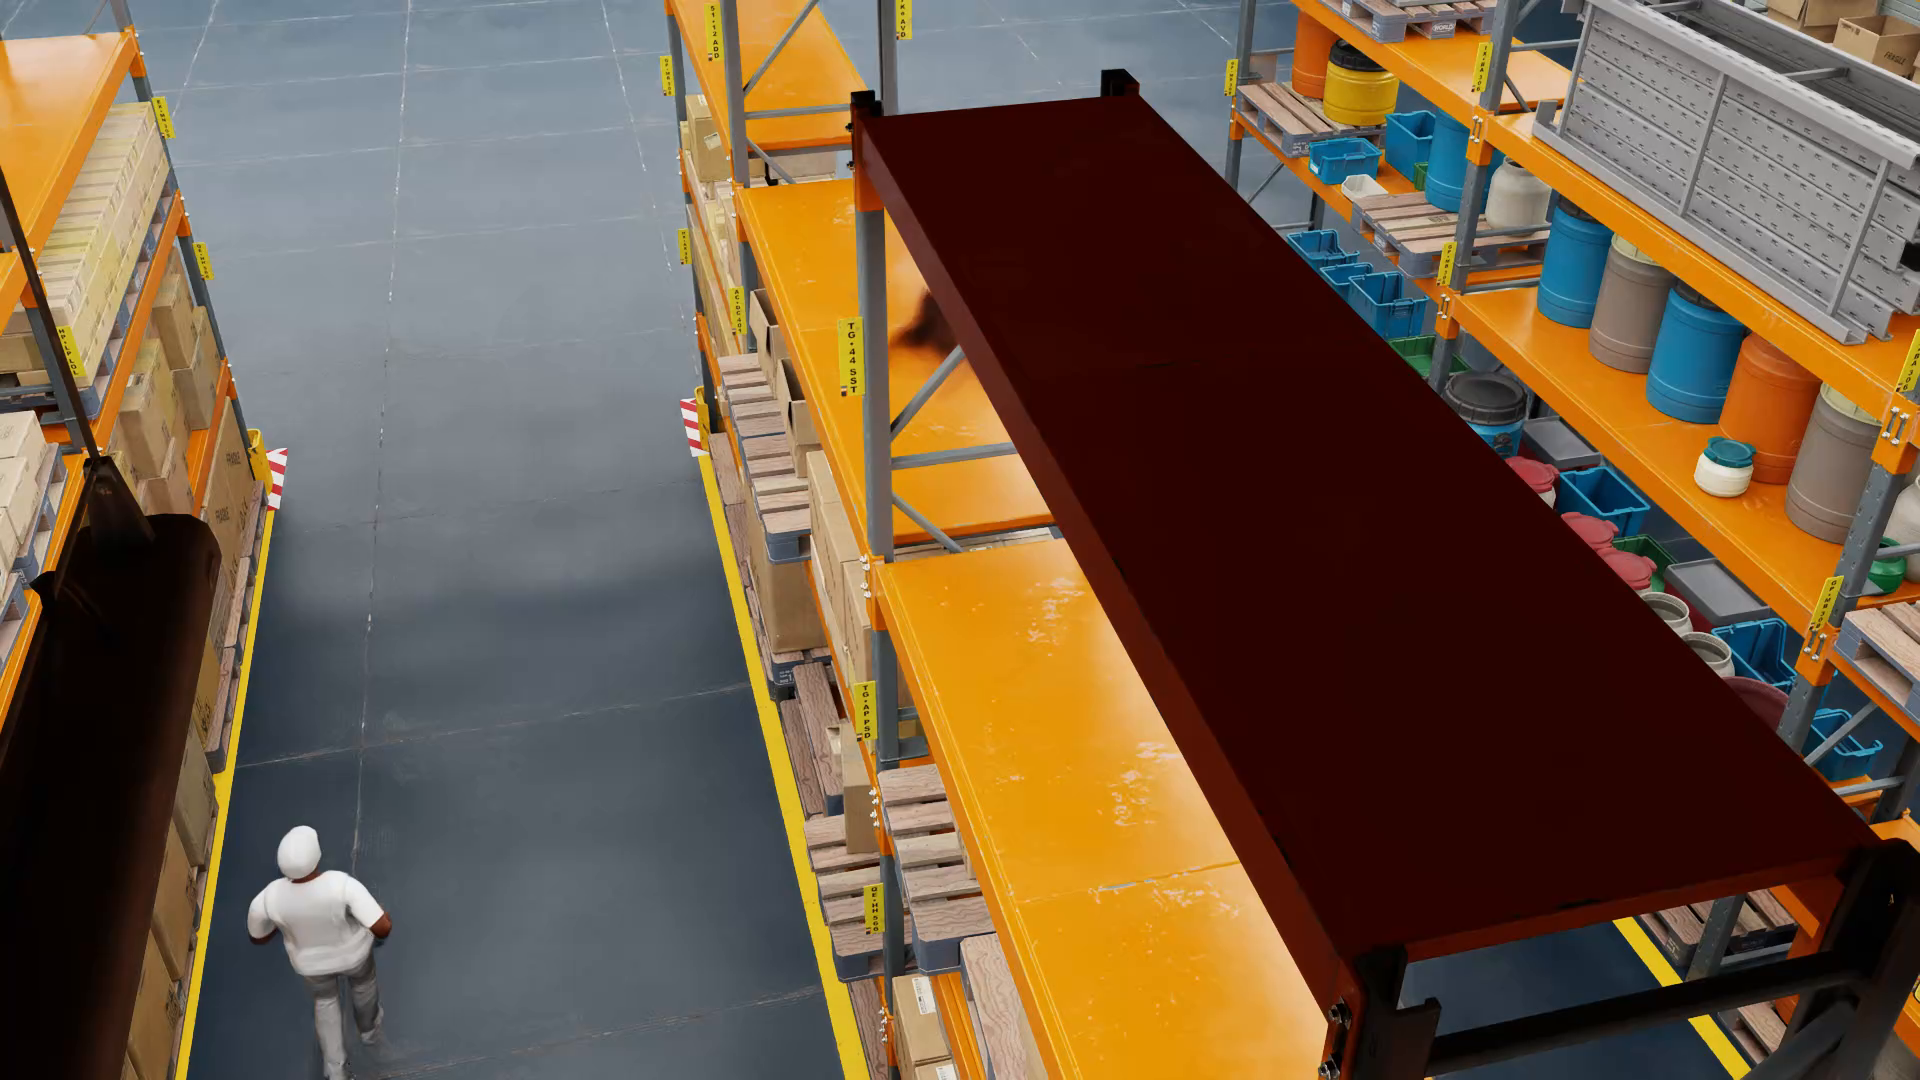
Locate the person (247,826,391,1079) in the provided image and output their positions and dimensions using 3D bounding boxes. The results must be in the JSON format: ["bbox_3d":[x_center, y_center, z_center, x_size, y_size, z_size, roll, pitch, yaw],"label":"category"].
[{"bbox_3d":[-3.342,2.184,8.860,0.712,1.749,0.739,-7,35,-10],"label":"person"}]

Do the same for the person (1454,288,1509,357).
[{"bbox_3d":[4.714,-2.074,15.637,0.548,1.710,0.696,-18,38,-24],"label":"person"}]
